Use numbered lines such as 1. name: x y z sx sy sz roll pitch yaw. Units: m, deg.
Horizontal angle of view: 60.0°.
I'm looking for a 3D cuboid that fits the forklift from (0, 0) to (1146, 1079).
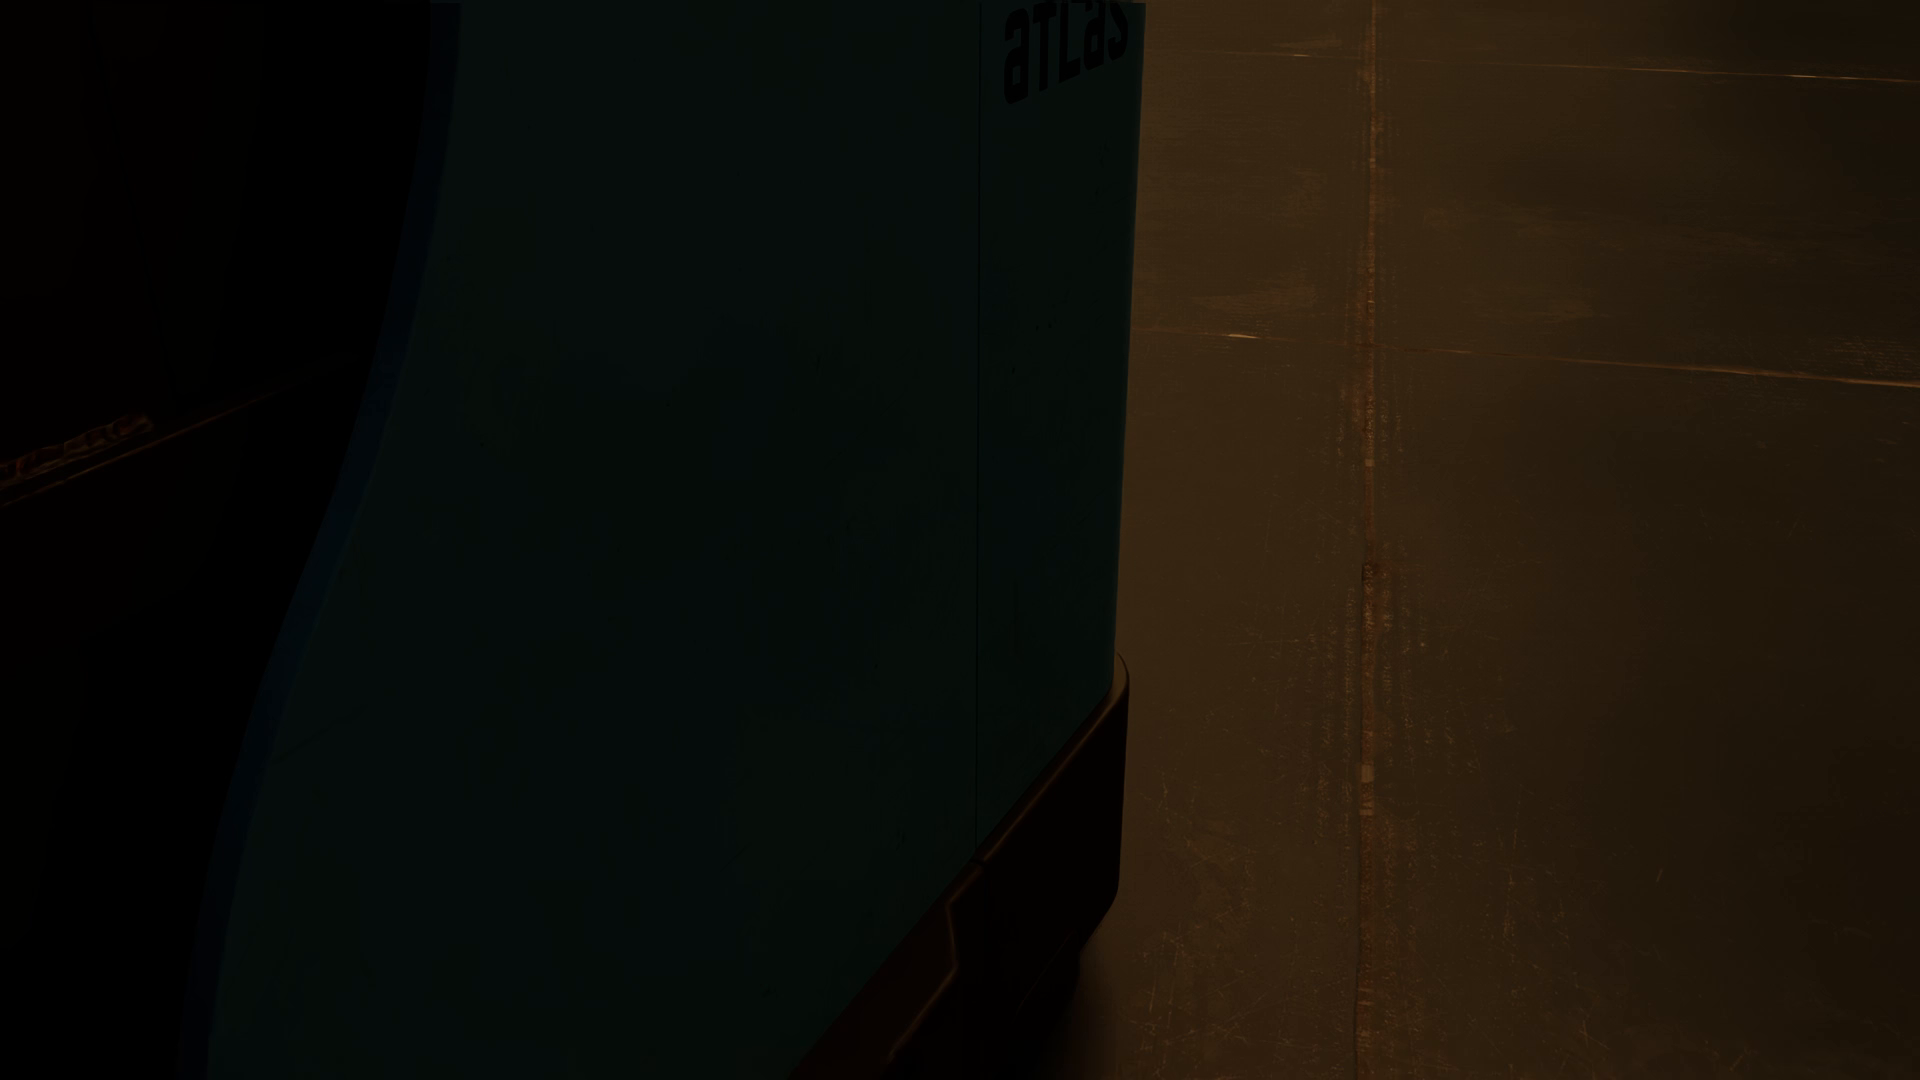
1. forklift: -0.972 -0.433 0.104 1.130 2.935 3.031 13 30 25
